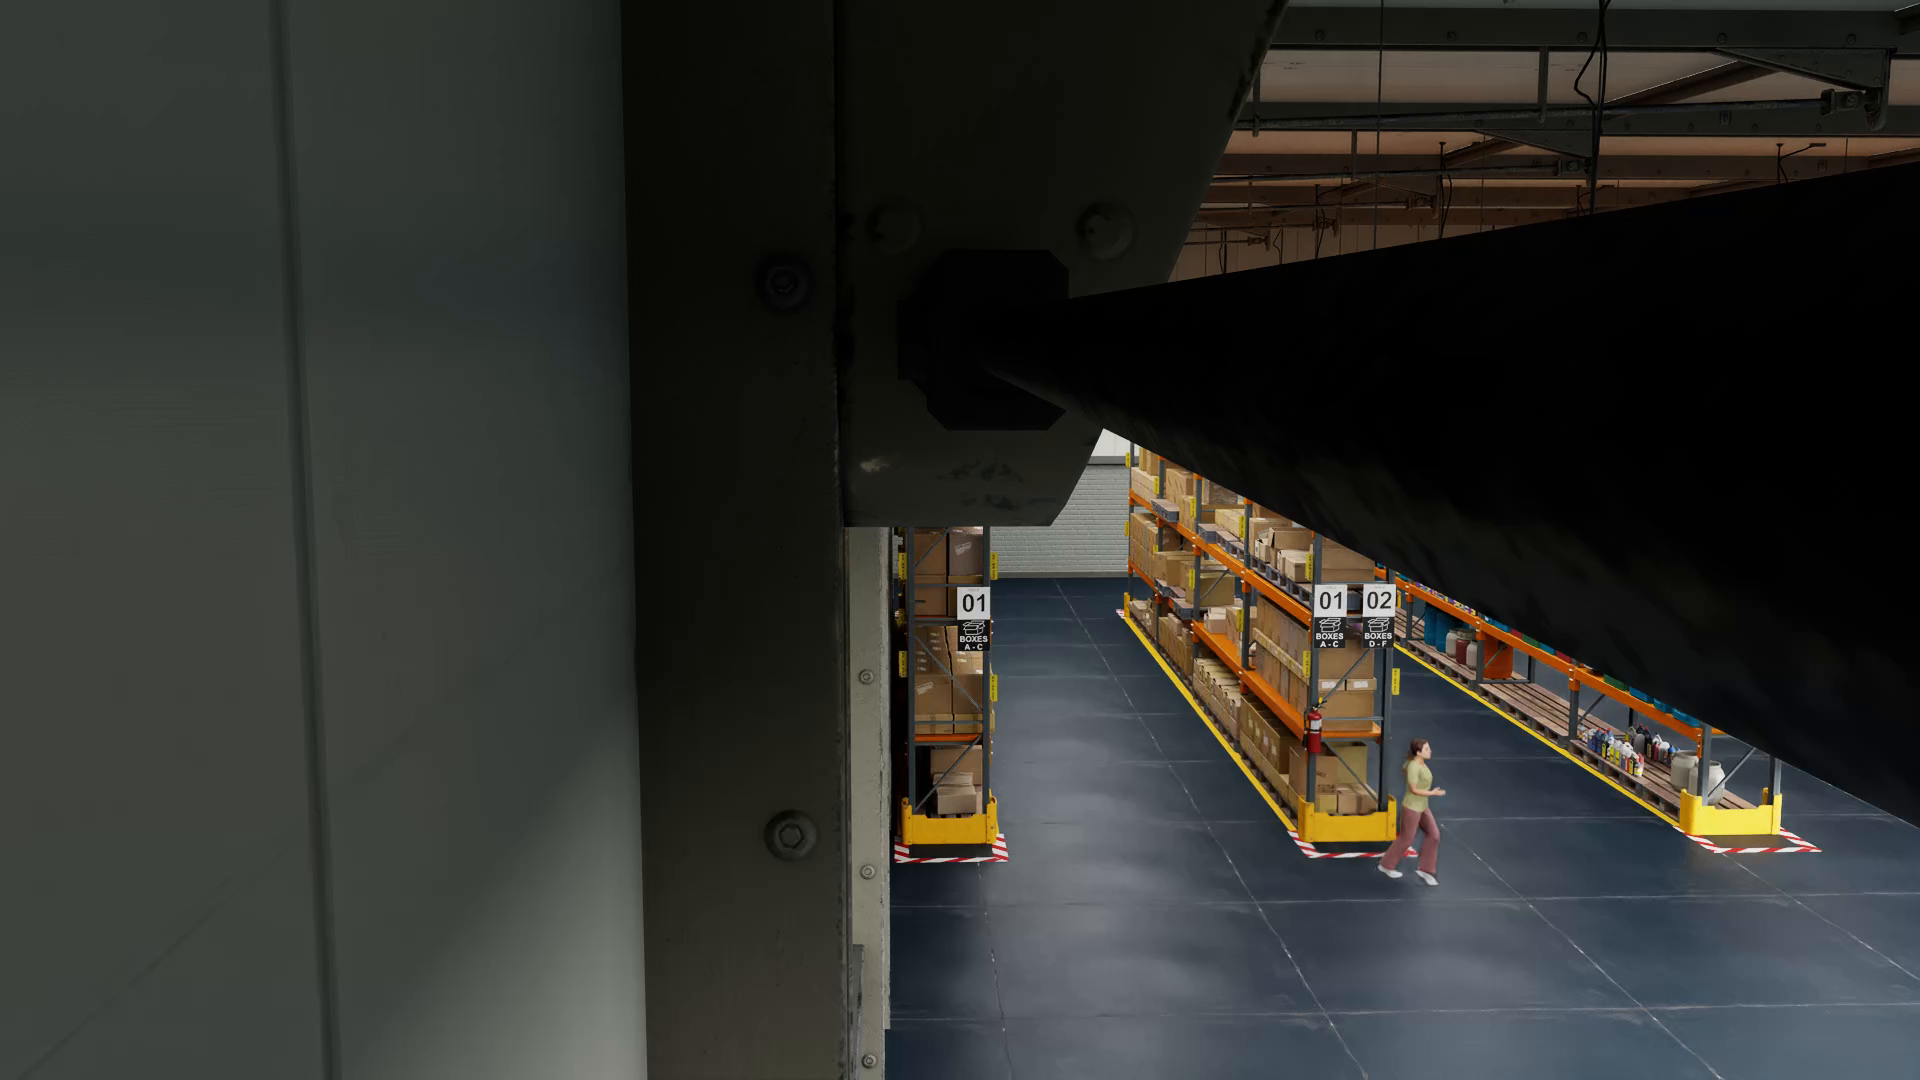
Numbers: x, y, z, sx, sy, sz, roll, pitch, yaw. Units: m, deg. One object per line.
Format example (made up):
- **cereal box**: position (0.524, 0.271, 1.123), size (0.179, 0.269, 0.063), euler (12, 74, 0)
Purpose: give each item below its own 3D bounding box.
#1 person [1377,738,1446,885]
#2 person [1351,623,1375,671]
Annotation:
- **person**: position (5.161, 3.103, 18.948), size (0.734, 1.747, 0.591), euler (4, 8, 29)
- **person**: position (6.996, 1.870, 28.876), size (0.534, 1.547, 0.565), euler (-1, 7, -6)
